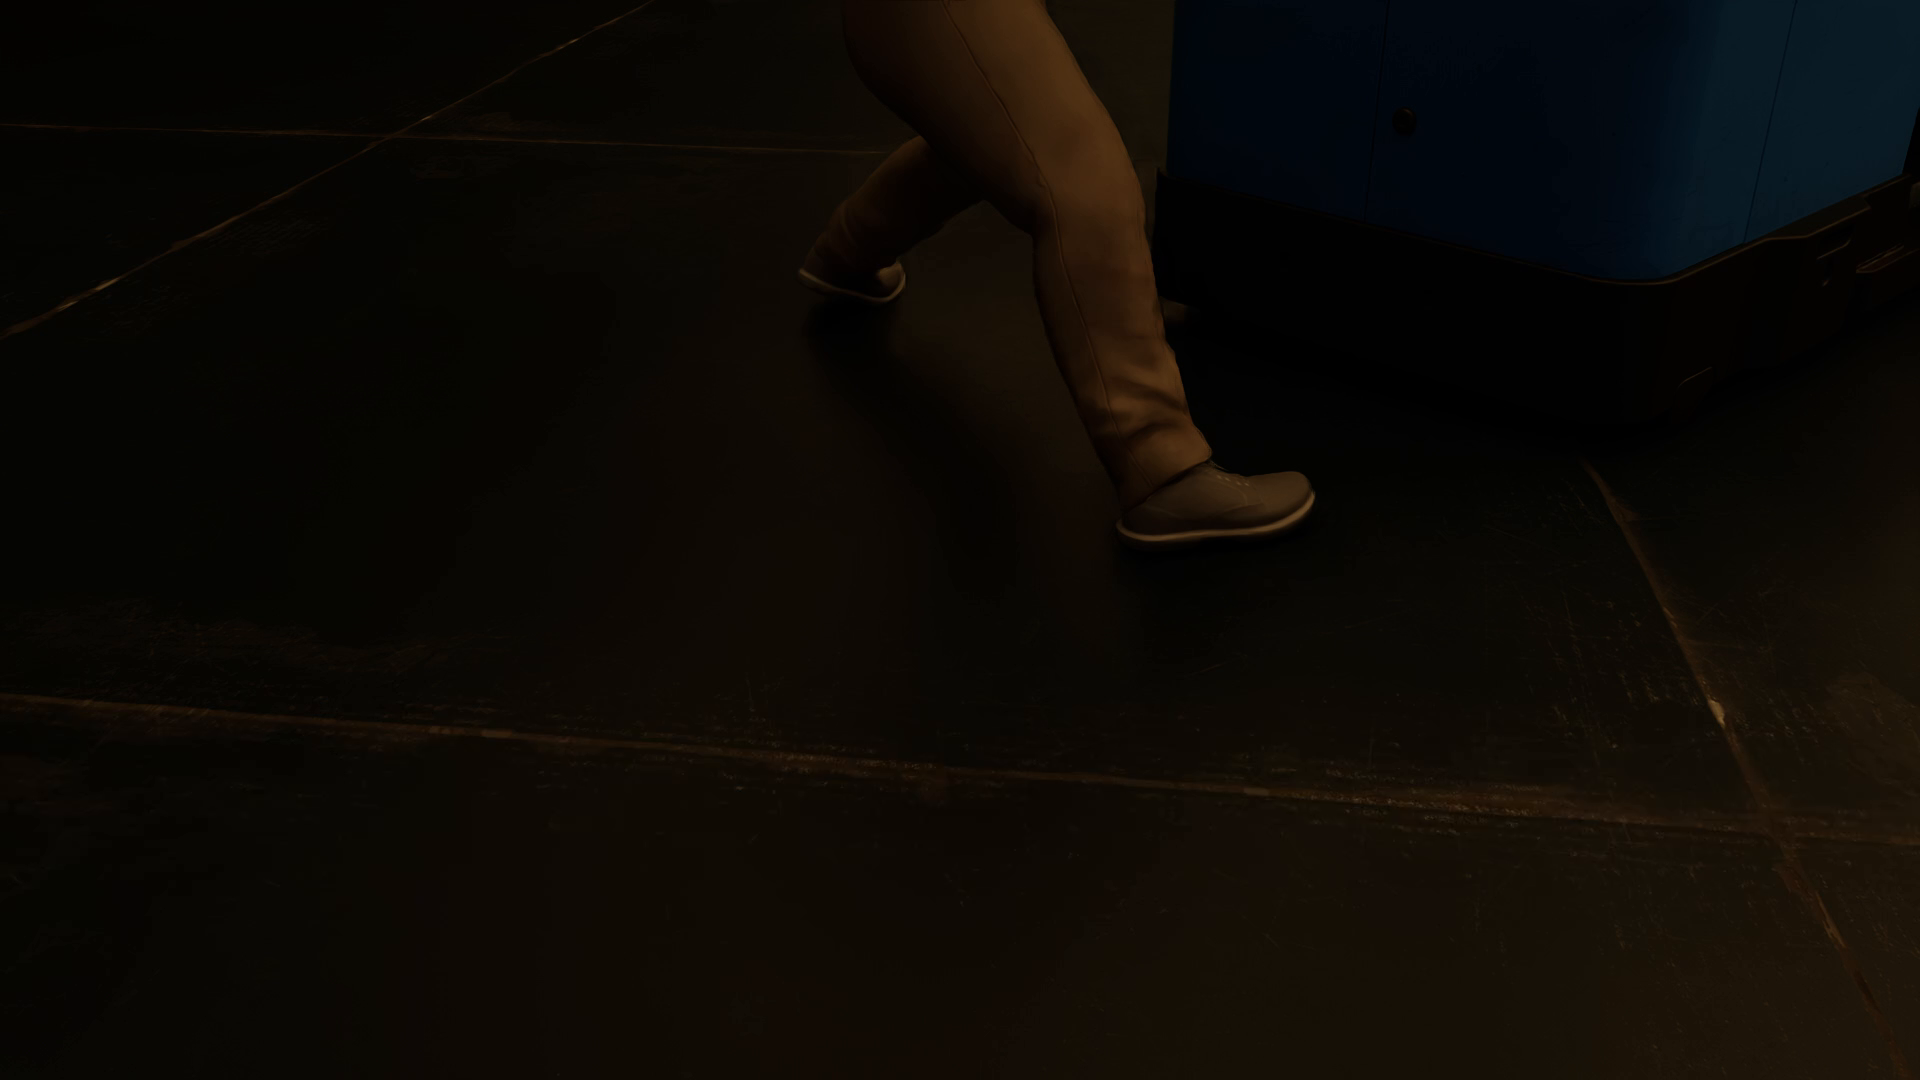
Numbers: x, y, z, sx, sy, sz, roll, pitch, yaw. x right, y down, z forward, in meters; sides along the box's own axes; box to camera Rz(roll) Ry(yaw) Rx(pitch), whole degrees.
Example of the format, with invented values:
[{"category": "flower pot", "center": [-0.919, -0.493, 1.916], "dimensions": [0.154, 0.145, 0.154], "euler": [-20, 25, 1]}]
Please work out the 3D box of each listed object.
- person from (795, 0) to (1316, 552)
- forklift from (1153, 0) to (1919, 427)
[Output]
[{"category": "person", "center": [0.109, -0.936, 2.671], "dimensions": [0.933, 1.535, 1.270], "euler": [2, 27, 3]}, {"category": "forklift", "center": [1.808, -2.046, 3.318], "dimensions": [3.031, 2.935, 1.130], "euler": [-23, 34, -38]}]
